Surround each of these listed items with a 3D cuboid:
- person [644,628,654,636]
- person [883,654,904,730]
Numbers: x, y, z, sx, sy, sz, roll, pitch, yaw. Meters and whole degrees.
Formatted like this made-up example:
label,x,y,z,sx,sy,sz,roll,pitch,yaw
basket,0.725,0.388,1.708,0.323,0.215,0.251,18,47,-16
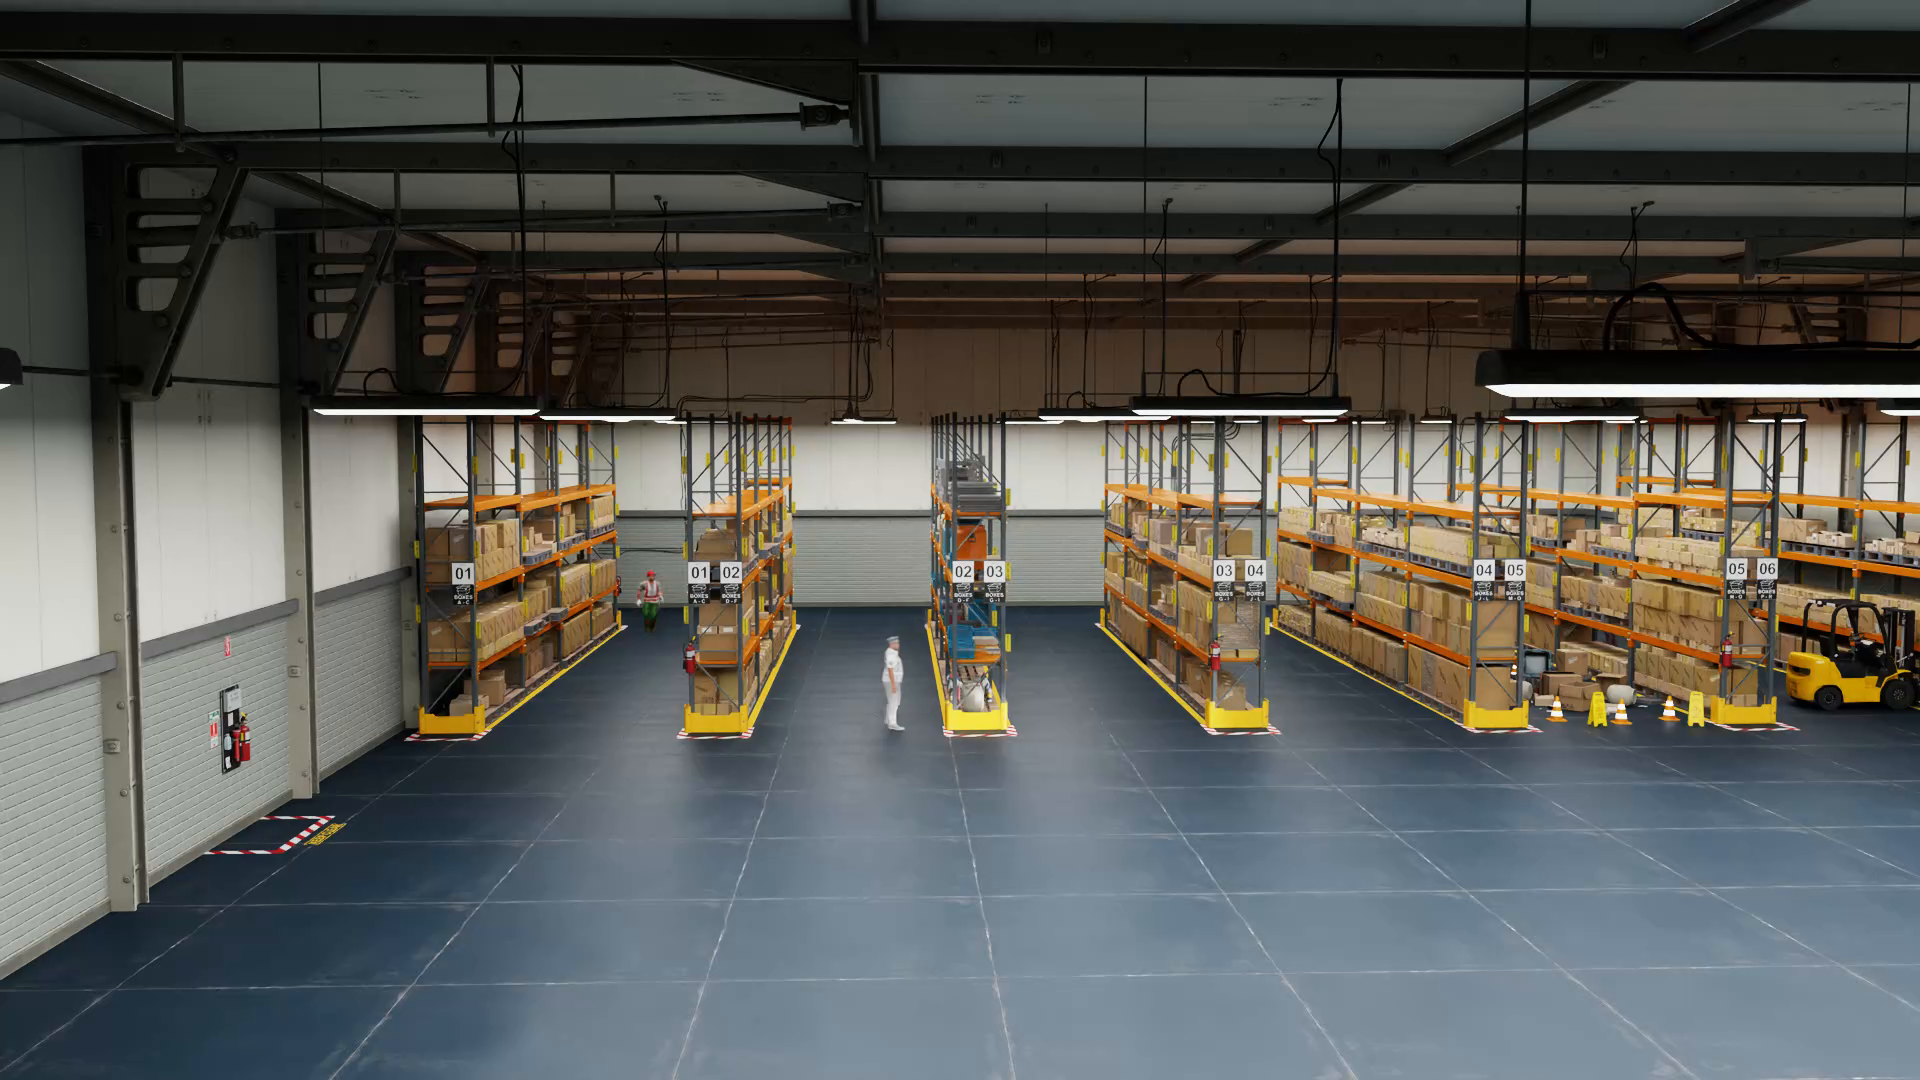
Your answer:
label,x,y,z,sx,sy,sz,roll,pitch,yaw
person,-8.604,2.520,46.044,0.227,0.283,0.877,0,4,-4
person,-1.264,2.911,31.594,0.398,1.509,0.495,0,4,-3
